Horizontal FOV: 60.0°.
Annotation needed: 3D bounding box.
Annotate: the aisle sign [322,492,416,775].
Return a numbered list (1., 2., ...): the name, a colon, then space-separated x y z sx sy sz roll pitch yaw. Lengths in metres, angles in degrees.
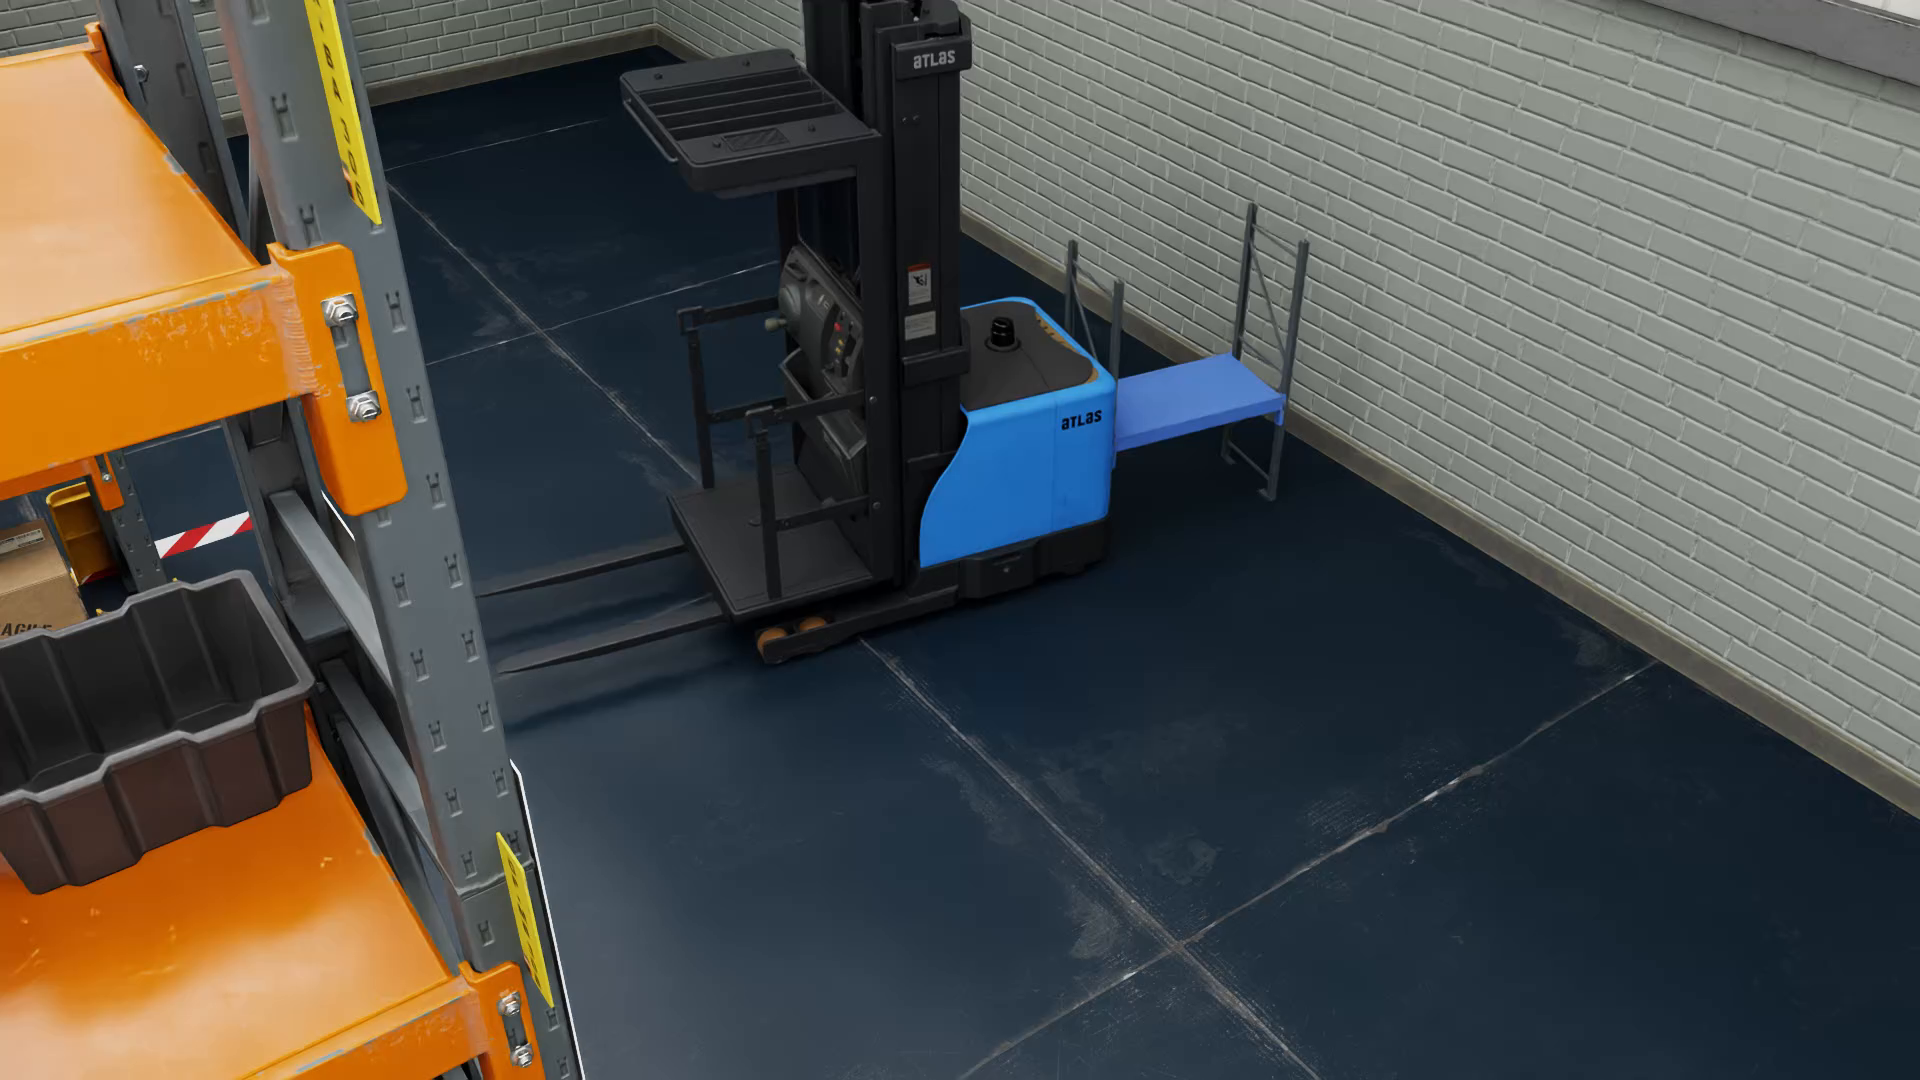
1. aisle sign: -1.139 0.309 3.339 0.004 0.787 0.394 -22 41 -28

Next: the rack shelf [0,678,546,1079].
1. rack shelf: -2.661 1.277 2.266 4.000 0.370 1.077 -22 41 -28

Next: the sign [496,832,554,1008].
1. sign: -0.696 0.612 2.664 0.005 0.325 0.100 -22 41 -28

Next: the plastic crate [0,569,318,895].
1. plastic crate: -1.501 0.362 3.034 0.590 0.269 0.497 -22 41 -28

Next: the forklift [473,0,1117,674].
1. forklift: -0.810 -0.965 7.395 3.031 2.935 1.130 -15 38 -20

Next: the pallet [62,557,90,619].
1. pallet: -4.590 0.591 7.561 1.213 0.211 1.003 -22 41 -28

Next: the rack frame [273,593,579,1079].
1. rack frame: -1.026 1.530 3.867 0.127 3.000 1.000 -22 41 -28

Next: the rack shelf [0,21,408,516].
1. rack shelf: -2.661 0.222 1.507 4.000 0.370 1.077 -22 41 -28

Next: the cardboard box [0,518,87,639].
1. cardboard box: -4.179 0.301 7.339 0.500 0.500 0.500 -22 41 -28

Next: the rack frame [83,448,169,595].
1. rack frame: -3.877 -0.835 7.156 0.127 3.000 1.000 -22 41 -28

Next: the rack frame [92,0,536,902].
1. rack frame: -1.026 -0.905 2.115 0.127 3.000 1.000 -22 41 -28

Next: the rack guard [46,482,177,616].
1. rack guard: -3.939 0.205 7.850 0.348 0.500 1.175 -22 41 -28

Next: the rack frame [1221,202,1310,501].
1. rack frame: 1.562 -0.951 8.601 0.032 1.500 0.500 -15 38 -20

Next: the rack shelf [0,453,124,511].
1. rack shelf: -5.511 0.130 6.430 4.000 0.370 1.077 -22 41 -28

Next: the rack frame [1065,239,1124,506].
1. rack frame: 0.638 -0.704 8.258 0.032 1.500 0.500 -15 38 -20

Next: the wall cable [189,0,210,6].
1. wall cable: -6.232 -4.493 11.371 1.851 1.984 0.084 -22 41 -28

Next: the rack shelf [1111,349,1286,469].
1. rack shelf: 1.100 -0.682 8.535 1.000 0.185 0.538 -15 38 -20

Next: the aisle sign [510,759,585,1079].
1. aisle sign: -0.799 0.590 2.947 0.004 0.787 0.394 -22 41 -28

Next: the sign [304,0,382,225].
1. sign: -0.696 -0.517 1.852 0.005 0.325 0.100 -22 41 -28

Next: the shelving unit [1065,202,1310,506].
1. shelving unit: 1.100 -0.828 8.430 1.048 1.500 0.538 -15 38 -20
